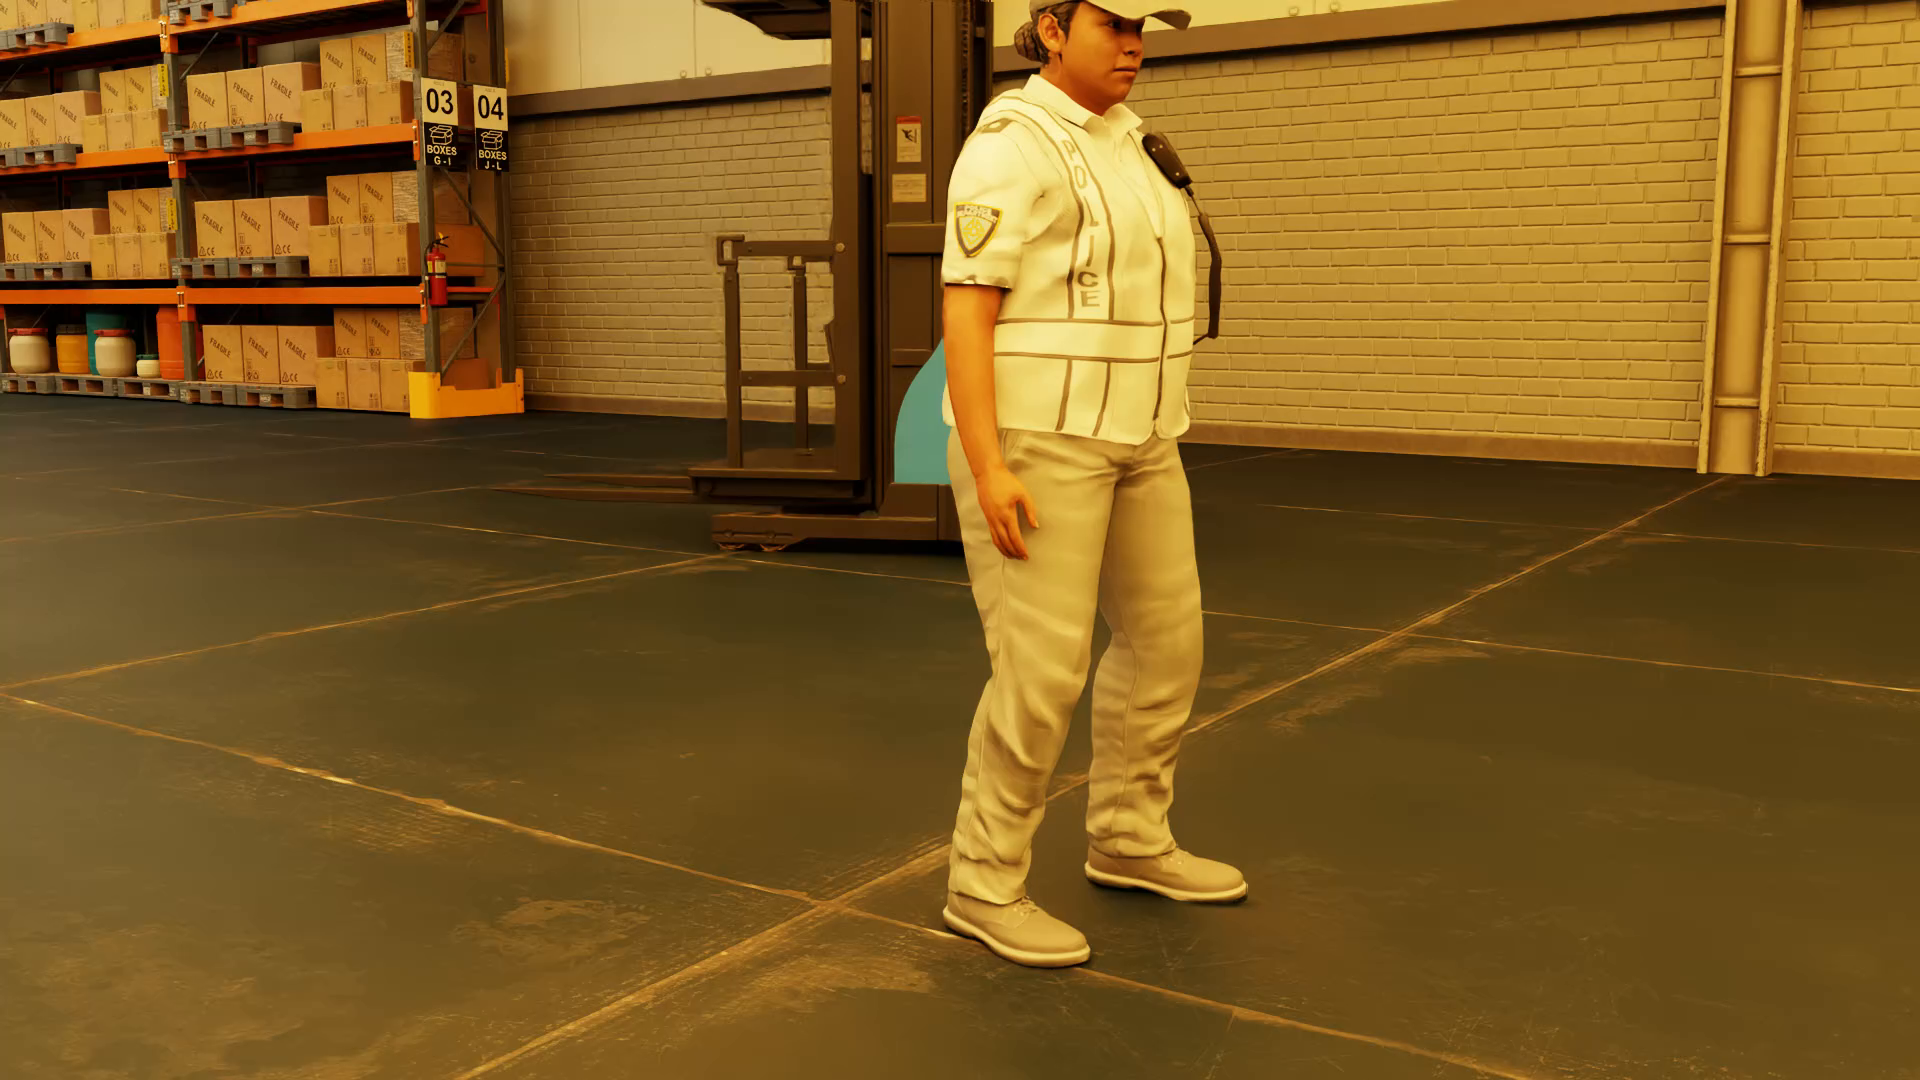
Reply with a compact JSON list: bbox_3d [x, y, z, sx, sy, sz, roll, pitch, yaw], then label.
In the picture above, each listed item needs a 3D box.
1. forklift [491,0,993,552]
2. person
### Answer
[{"bbox_3d":[-0.620,-1.469,7.525,3.031,2.935,1.130,2,8,12],"label":"forklift"},{"bbox_3d":[0.213,-0.154,2.831,0.411,1.655,0.593,7,11,40],"label":"person"}]
